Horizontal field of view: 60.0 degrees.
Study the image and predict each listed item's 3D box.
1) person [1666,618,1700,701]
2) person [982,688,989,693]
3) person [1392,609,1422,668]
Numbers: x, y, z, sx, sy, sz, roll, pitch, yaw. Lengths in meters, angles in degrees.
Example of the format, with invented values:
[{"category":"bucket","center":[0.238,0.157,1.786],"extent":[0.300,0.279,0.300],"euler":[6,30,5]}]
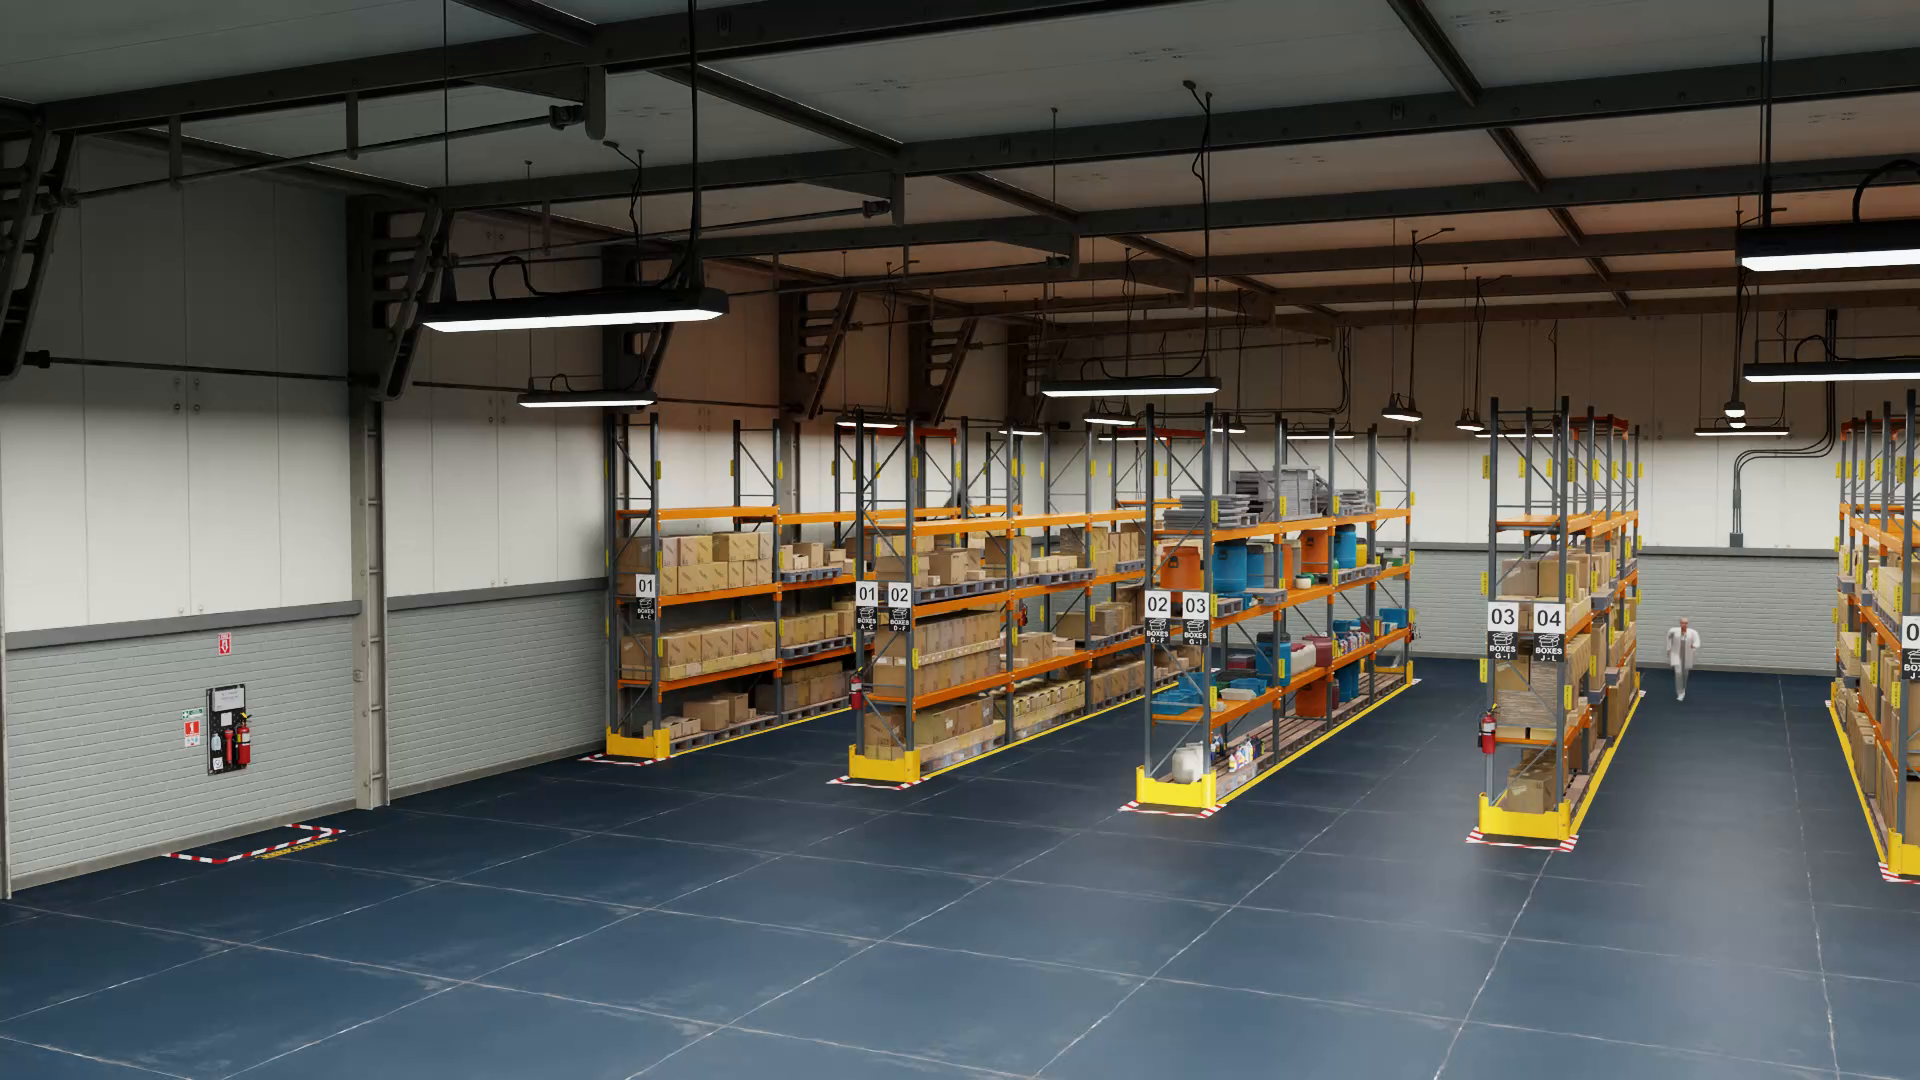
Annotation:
[{"category":"person","center":[15.806,2.593,36.352],"extent":[0.661,1.810,1.104],"euler":[1,3,18]},{"category":"person","center":[0.365,2.745,35.577],"extent":[0.596,1.508,1.026],"euler":[2,3,37]},{"category":"person","center":[11.192,2.500,41.623],"extent":[0.478,1.569,0.775],"euler":[-2,3,-38]}]
